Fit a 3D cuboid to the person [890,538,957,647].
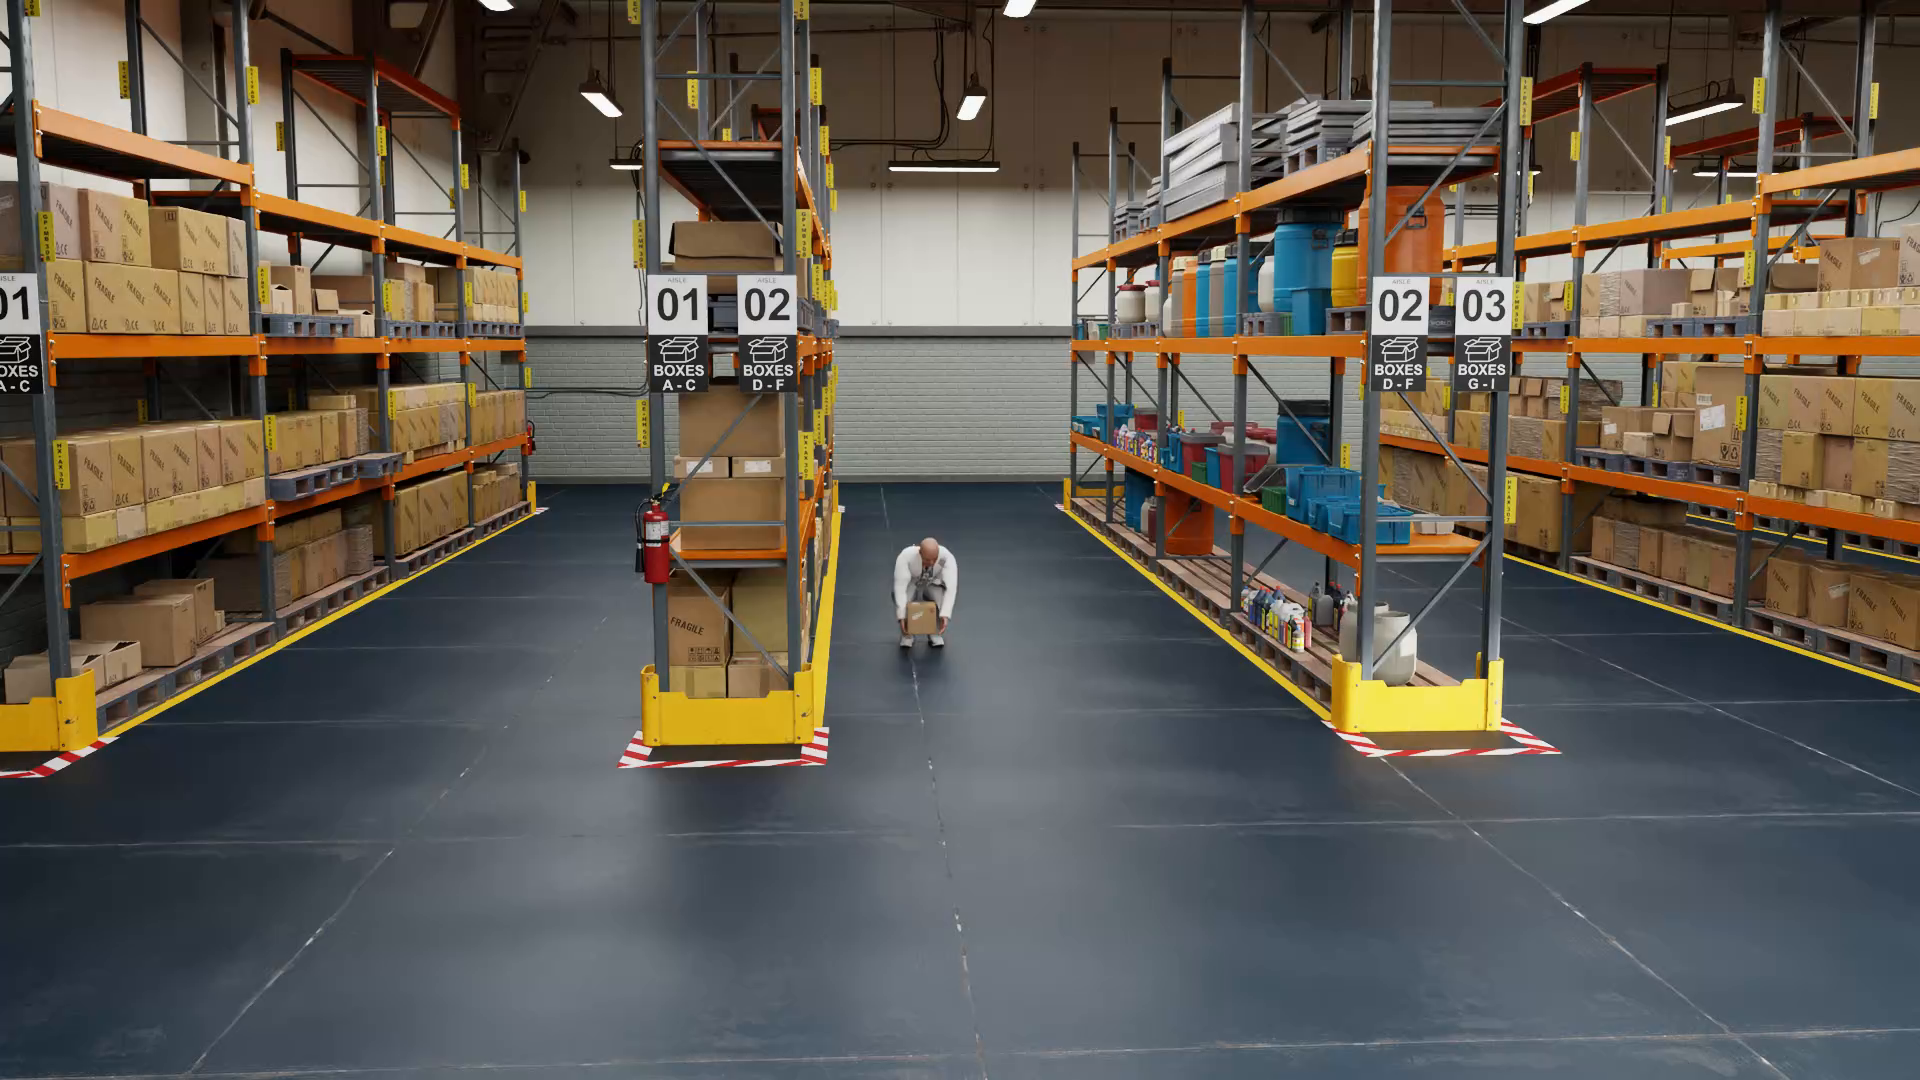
[{"bbox_3d":[-0.330,0.460,15.093,0.607,1.031,0.905,0,7,-3],"label":"person"}]
